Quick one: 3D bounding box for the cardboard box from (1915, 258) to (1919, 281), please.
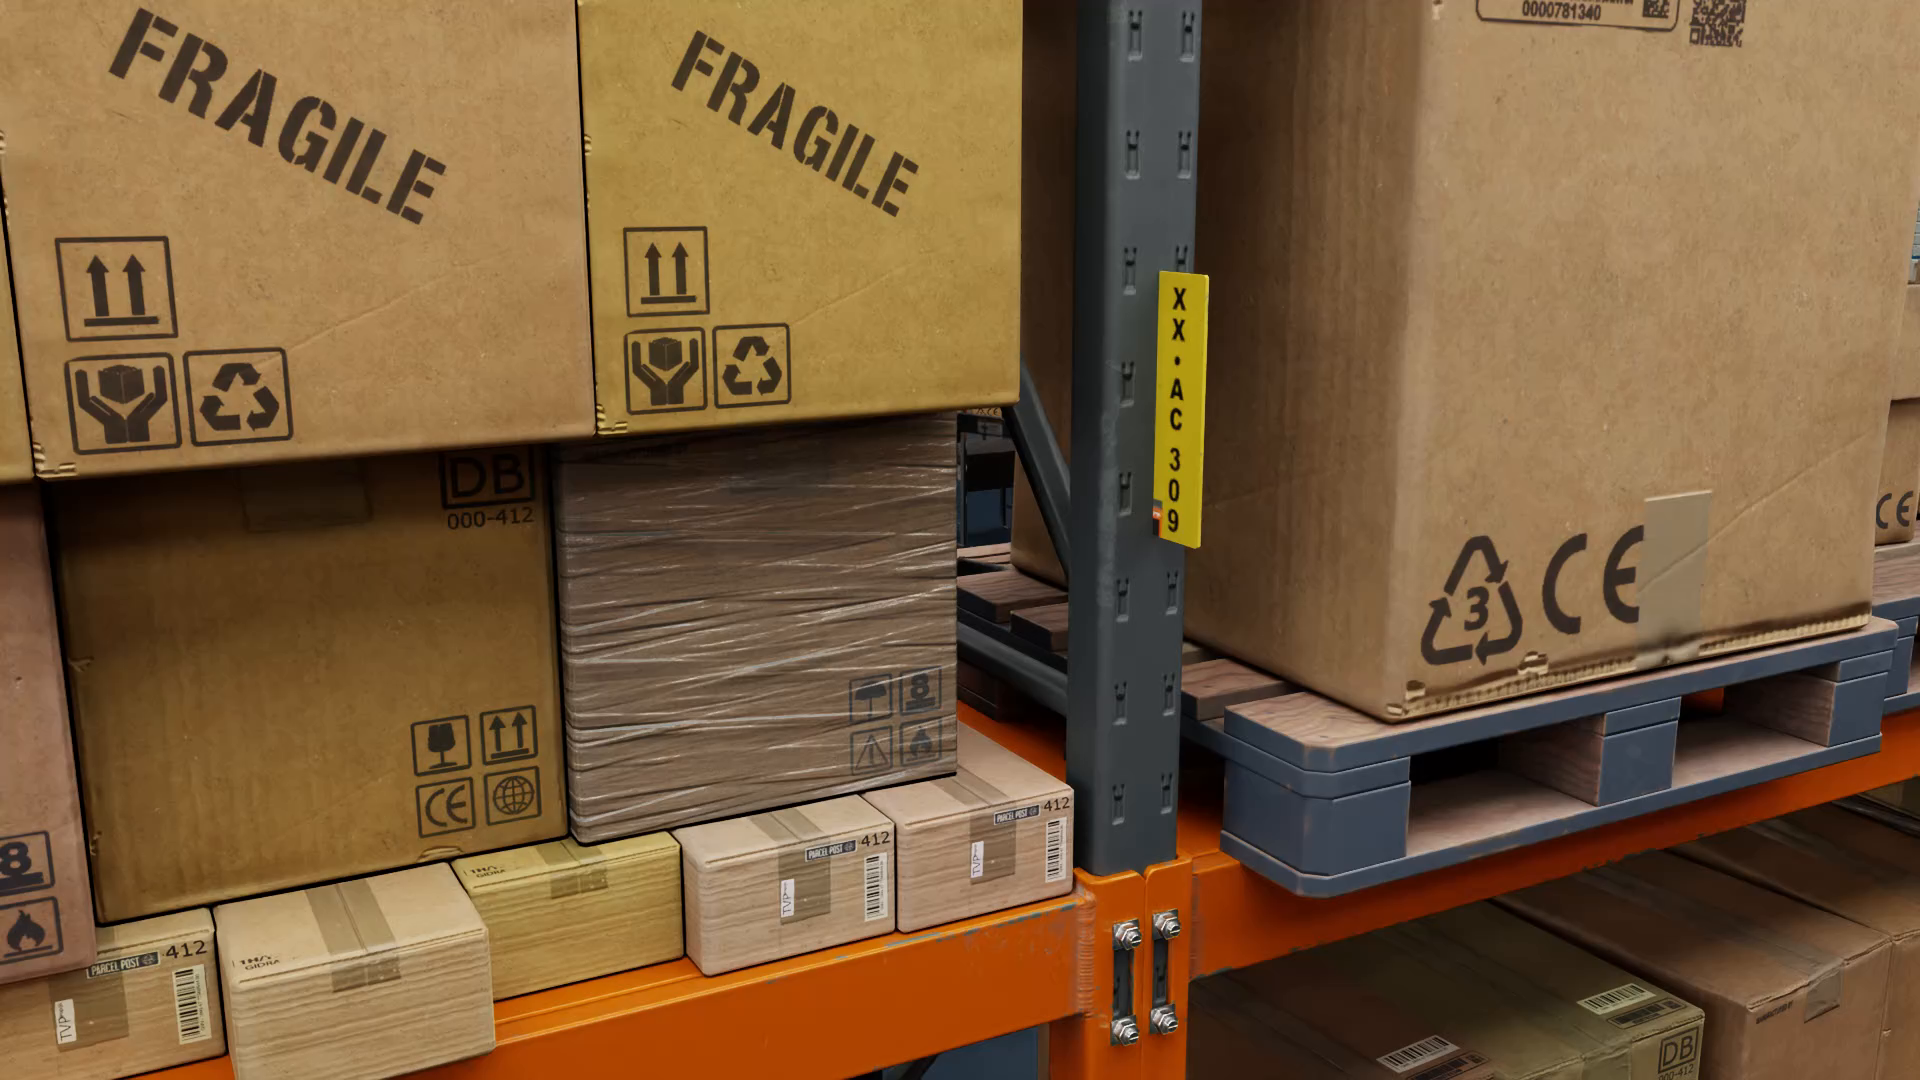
[{"bbox_3d":[2.610,-0.371,3.740,0.500,0.500,0.700,-5,13,-20],"label":"cardboard box"}]

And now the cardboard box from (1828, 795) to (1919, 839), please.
[{"bbox_3d":[2.448,0.881,4.056,0.500,0.500,0.700,-8,15,-33],"label":"cardboard box"}]

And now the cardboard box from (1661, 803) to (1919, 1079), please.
[{"bbox_3d":[1.953,0.941,3.785,0.500,0.500,0.700,-6,14,-23],"label":"cardboard box"}]

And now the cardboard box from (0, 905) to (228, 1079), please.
[{"bbox_3d":[-0.973,0.451,1.846,0.250,0.149,0.380,-7,14,-28],"label":"cardboard box"}]

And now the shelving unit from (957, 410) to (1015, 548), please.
[{"bbox_3d":[0.145,-1.042,9.956,0.503,2.100,0.431,-7,14,-28],"label":"shelving unit"}]

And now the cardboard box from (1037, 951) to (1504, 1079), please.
[{"bbox_3d":[0.545,1.106,3.055,0.500,0.500,0.700,-8,15,-32],"label":"cardboard box"}]

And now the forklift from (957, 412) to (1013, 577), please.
[{"bbox_3d":[-0.233,-0.493,5.623,3.031,2.935,1.130,11,17,40],"label":"forklift"}]

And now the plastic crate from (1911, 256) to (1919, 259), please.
[{"bbox_3d":[7.203,-1.971,12.282,0.300,0.233,0.416,-7,14,-28],"label":"plastic crate"}]

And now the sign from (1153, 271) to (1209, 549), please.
[{"bbox_3d":[0.263,-0.157,2.004,0.005,0.325,0.100,-7,14,-28],"label":"sign"}]

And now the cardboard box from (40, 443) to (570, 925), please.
[{"bbox_3d":[-0.884,0.049,2.156,0.500,0.500,0.875,-7,14,-28],"label":"cardboard box"}]

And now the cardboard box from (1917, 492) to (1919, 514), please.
[{"bbox_3d":[2.173,-0.171,3.388,0.258,0.266,0.396,-7,15,-29],"label":"cardboard box"}]

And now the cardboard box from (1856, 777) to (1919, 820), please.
[{"bbox_3d":[2.473,0.514,3.979,0.500,0.250,0.500,-5,14,-22],"label":"cardboard box"}]

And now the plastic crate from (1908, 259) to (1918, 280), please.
[{"bbox_3d":[6.073,-1.731,11.104,0.530,0.282,0.437,-7,14,-28],"label":"plastic crate"}]

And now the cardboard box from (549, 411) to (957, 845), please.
[{"bbox_3d":[-0.429,0.003,2.360,0.500,0.500,0.875,-7,14,-28],"label":"cardboard box"}]

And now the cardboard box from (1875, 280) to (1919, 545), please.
[{"bbox_3d":[1.473,-0.294,3.393,0.637,0.503,0.797,-5,14,-22],"label":"cardboard box"}]

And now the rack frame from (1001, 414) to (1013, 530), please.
[{"bbox_3d":[0.359,-1.067,10.070,0.015,2.100,0.400,-7,14,-28],"label":"rack frame"}]

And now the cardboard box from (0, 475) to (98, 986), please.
[{"bbox_3d":[-1.275,0.121,1.836,0.500,0.500,0.875,-7,14,-28],"label":"cardboard box"}]

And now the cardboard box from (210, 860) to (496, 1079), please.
[{"bbox_3d":[-0.690,0.450,1.849,0.250,0.149,0.380,-7,14,-28],"label":"cardboard box"}]

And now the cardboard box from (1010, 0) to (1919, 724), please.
[{"bbox_3d":[0.761,-0.393,2.700,1.000,1.000,1.000,-7,14,-27],"label":"cardboard box"}]

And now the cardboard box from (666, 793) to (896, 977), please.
[{"bbox_3d":[-0.276,0.388,2.127,0.250,0.149,0.380,-7,14,-28],"label":"cardboard box"}]

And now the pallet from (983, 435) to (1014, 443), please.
[{"bbox_3d":[0.507,-1.007,14.104,1.213,0.211,1.003,-7,14,-28],"label":"pallet"}]

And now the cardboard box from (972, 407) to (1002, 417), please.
[{"bbox_3d":[0.200,-1.265,13.589,0.500,0.500,0.500,-7,14,-29],"label":"cardboard box"}]

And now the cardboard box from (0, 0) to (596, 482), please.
[{"bbox_3d":[-0.705,-0.367,1.726,0.500,0.500,0.500,-7,14,-28],"label":"cardboard box"}]

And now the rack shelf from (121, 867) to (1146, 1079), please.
[{"bbox_3d":[-1.759,0.723,1.705,4.000,0.370,1.077,-7,14,-28],"label":"rack shelf"}]

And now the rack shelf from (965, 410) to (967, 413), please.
[{"bbox_3d":[0.145,-1.028,9.959,0.480,0.518,0.431,-7,14,-28],"label":"rack shelf"}]

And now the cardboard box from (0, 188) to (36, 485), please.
[{"bbox_3d":[-1.145,-0.315,1.493,0.500,0.500,0.500,-7,14,-28],"label":"cardboard box"}]

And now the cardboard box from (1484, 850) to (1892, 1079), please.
[{"bbox_3d":[1.464,1.000,3.524,0.500,0.500,0.700,-8,15,-33],"label":"cardboard box"}]

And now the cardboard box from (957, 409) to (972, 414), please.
[{"bbox_3d":[-0.243,-1.213,13.359,0.500,0.500,0.500,-7,15,-30],"label":"cardboard box"}]

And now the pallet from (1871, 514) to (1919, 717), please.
[{"bbox_3d":[1.789,0.050,3.491,1.213,0.211,1.003,-7,14,-28],"label":"pallet"}]

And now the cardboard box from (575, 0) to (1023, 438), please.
[{"bbox_3d":[-0.267,-0.420,1.961,0.500,0.500,0.500,-7,14,-28],"label":"cardboard box"}]

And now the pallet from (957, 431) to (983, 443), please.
[{"bbox_3d":[-0.563,-0.880,13.538,1.213,0.211,1.003,-7,14,-28],"label":"pallet"}]

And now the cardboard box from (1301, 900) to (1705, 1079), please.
[{"bbox_3d":[0.973,1.059,3.262,0.500,0.500,0.700,-7,14,-28],"label":"cardboard box"}]

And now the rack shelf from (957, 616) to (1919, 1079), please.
[{"bbox_3d":[1.752,0.302,3.574,4.000,0.370,1.077,-7,14,-28],"label":"rack shelf"}]

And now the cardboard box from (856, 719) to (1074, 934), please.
[{"bbox_3d":[-0.052,0.363,2.236,0.250,0.149,0.380,-7,14,-28],"label":"cardboard box"}]

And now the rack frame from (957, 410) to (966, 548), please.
[{"bbox_3d":[-0.069,-1.016,9.842,0.015,2.100,0.400,-7,14,-28],"label":"rack frame"}]

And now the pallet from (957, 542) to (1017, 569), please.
[{"bbox_3d":[0.435,0.220,8.649,1.213,0.211,1.003,-7,14,-28],"label":"pallet"}]

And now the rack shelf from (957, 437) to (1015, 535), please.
[{"bbox_3d":[0.145,-0.346,10.113,0.480,0.518,0.431,-7,14,-28],"label":"rack shelf"}]

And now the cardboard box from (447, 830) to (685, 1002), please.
[{"bbox_3d":[-0.524,0.402,2.062,0.250,0.149,0.380,-7,14,-28],"label":"cardboard box"}]

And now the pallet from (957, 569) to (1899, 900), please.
[{"bbox_3d":[0.737,0.203,2.814,1.213,0.211,1.003,-7,14,-28],"label":"pallet"}]
